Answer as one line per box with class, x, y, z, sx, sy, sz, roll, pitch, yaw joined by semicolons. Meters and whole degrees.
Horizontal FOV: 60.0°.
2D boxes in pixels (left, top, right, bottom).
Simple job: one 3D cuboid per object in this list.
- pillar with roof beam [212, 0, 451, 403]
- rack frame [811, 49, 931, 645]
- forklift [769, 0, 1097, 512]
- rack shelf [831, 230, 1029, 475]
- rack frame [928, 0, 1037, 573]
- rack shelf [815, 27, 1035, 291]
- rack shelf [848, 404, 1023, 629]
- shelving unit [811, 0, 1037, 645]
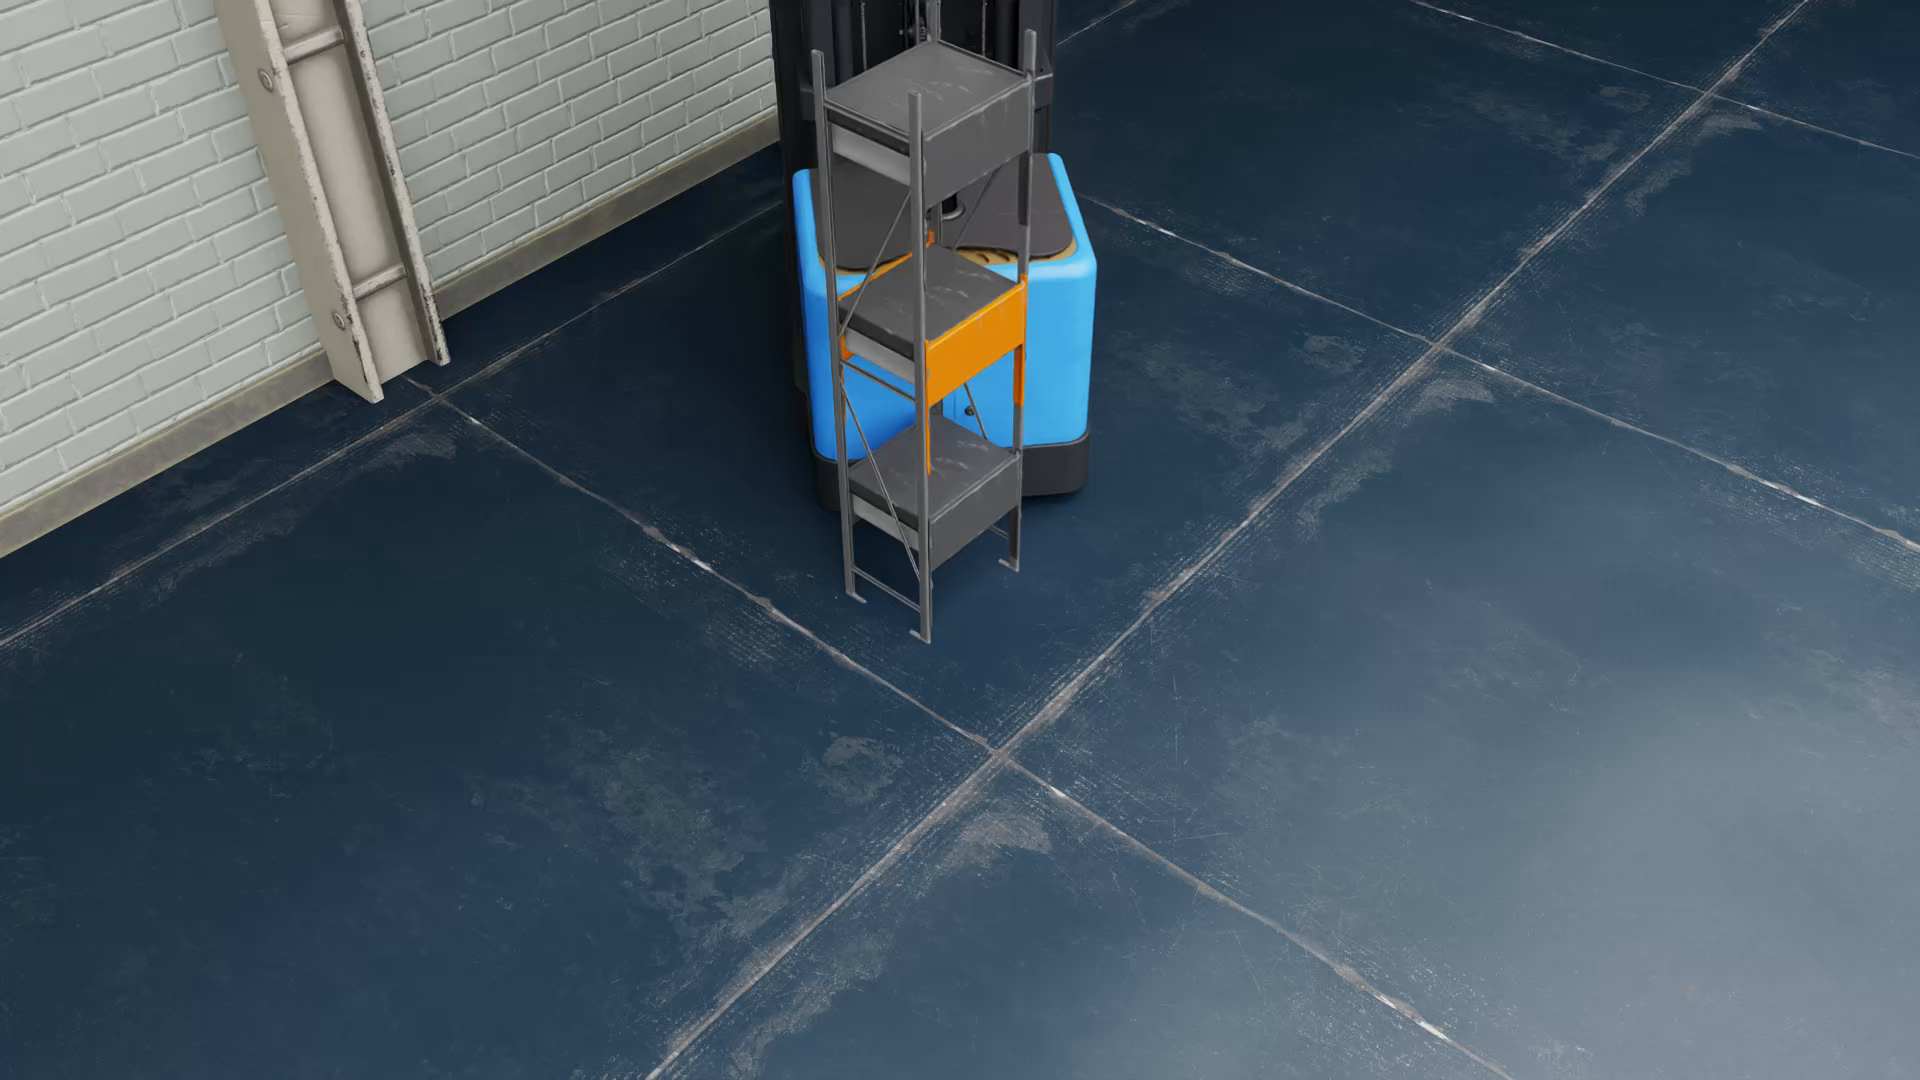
pillar with roof beam;0.882;-2.196;1.976;9.100;9.000;0.400;29;50;28
rack frame;-0.259;-0.498;5.237;0.400;2.100;0.015;30;50;29
forklift;-0.208;-2.184;6.473;1.130;2.935;3.031;-5;43;-5
rack shelf;-0.099;-0.612;5.382;0.431;0.518;0.480;30;50;29
rack frame;0.061;-0.746;5.509;0.400;2.100;0.015;30;50;29
rack shelf;-0.099;-1.130;4.911;0.431;0.518;0.480;30;50;29
rack shelf;-0.099;-0.094;5.853;0.431;0.518;0.480;30;50;29
shelving unit;-0.099;-0.622;5.373;0.431;2.100;0.503;30;50;29
